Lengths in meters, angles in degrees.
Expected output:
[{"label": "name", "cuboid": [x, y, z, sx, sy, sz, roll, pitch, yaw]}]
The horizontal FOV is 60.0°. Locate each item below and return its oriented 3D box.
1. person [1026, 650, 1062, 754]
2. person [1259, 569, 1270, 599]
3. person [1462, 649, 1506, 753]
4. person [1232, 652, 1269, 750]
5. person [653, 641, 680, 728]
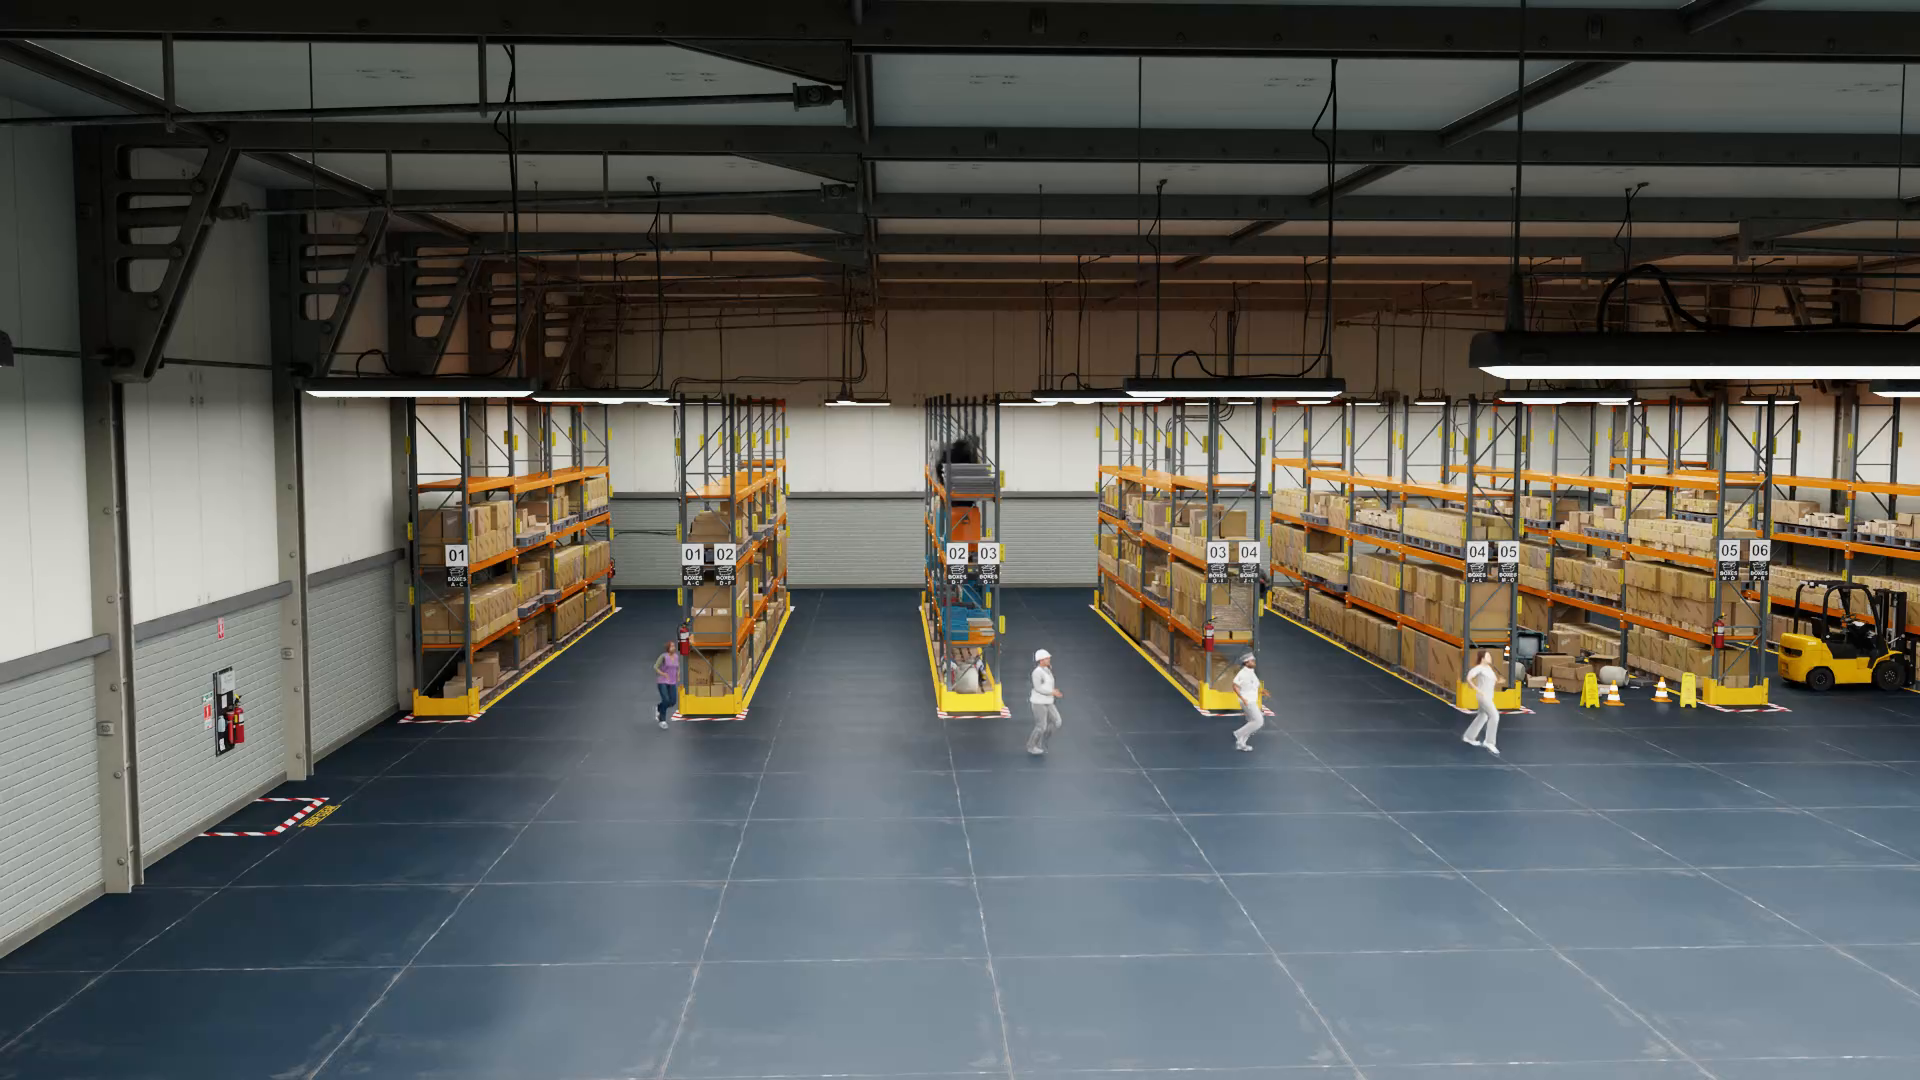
[{"label": "person", "cuboid": [1.415, 2.679, 27.438, 0.648, 1.756, 0.678, 2, 5, 25]}, {"label": "person", "cuboid": [7.831, 1.405, 43.808, 0.638, 1.758, 0.871, 0, 5, 4]}, {"label": "person", "cuboid": [8.771, 2.688, 27.844, 0.712, 1.723, 0.546, 3, 5, 33]}, {"label": "person", "cuboid": [4.874, 2.695, 27.773, 0.562, 1.654, 0.574, 2, 5, 23]}, {"label": "person", "cuboid": [-5.282, 2.591, 30.048, 0.568, 1.549, 0.588, -4, 6, -40]}]
